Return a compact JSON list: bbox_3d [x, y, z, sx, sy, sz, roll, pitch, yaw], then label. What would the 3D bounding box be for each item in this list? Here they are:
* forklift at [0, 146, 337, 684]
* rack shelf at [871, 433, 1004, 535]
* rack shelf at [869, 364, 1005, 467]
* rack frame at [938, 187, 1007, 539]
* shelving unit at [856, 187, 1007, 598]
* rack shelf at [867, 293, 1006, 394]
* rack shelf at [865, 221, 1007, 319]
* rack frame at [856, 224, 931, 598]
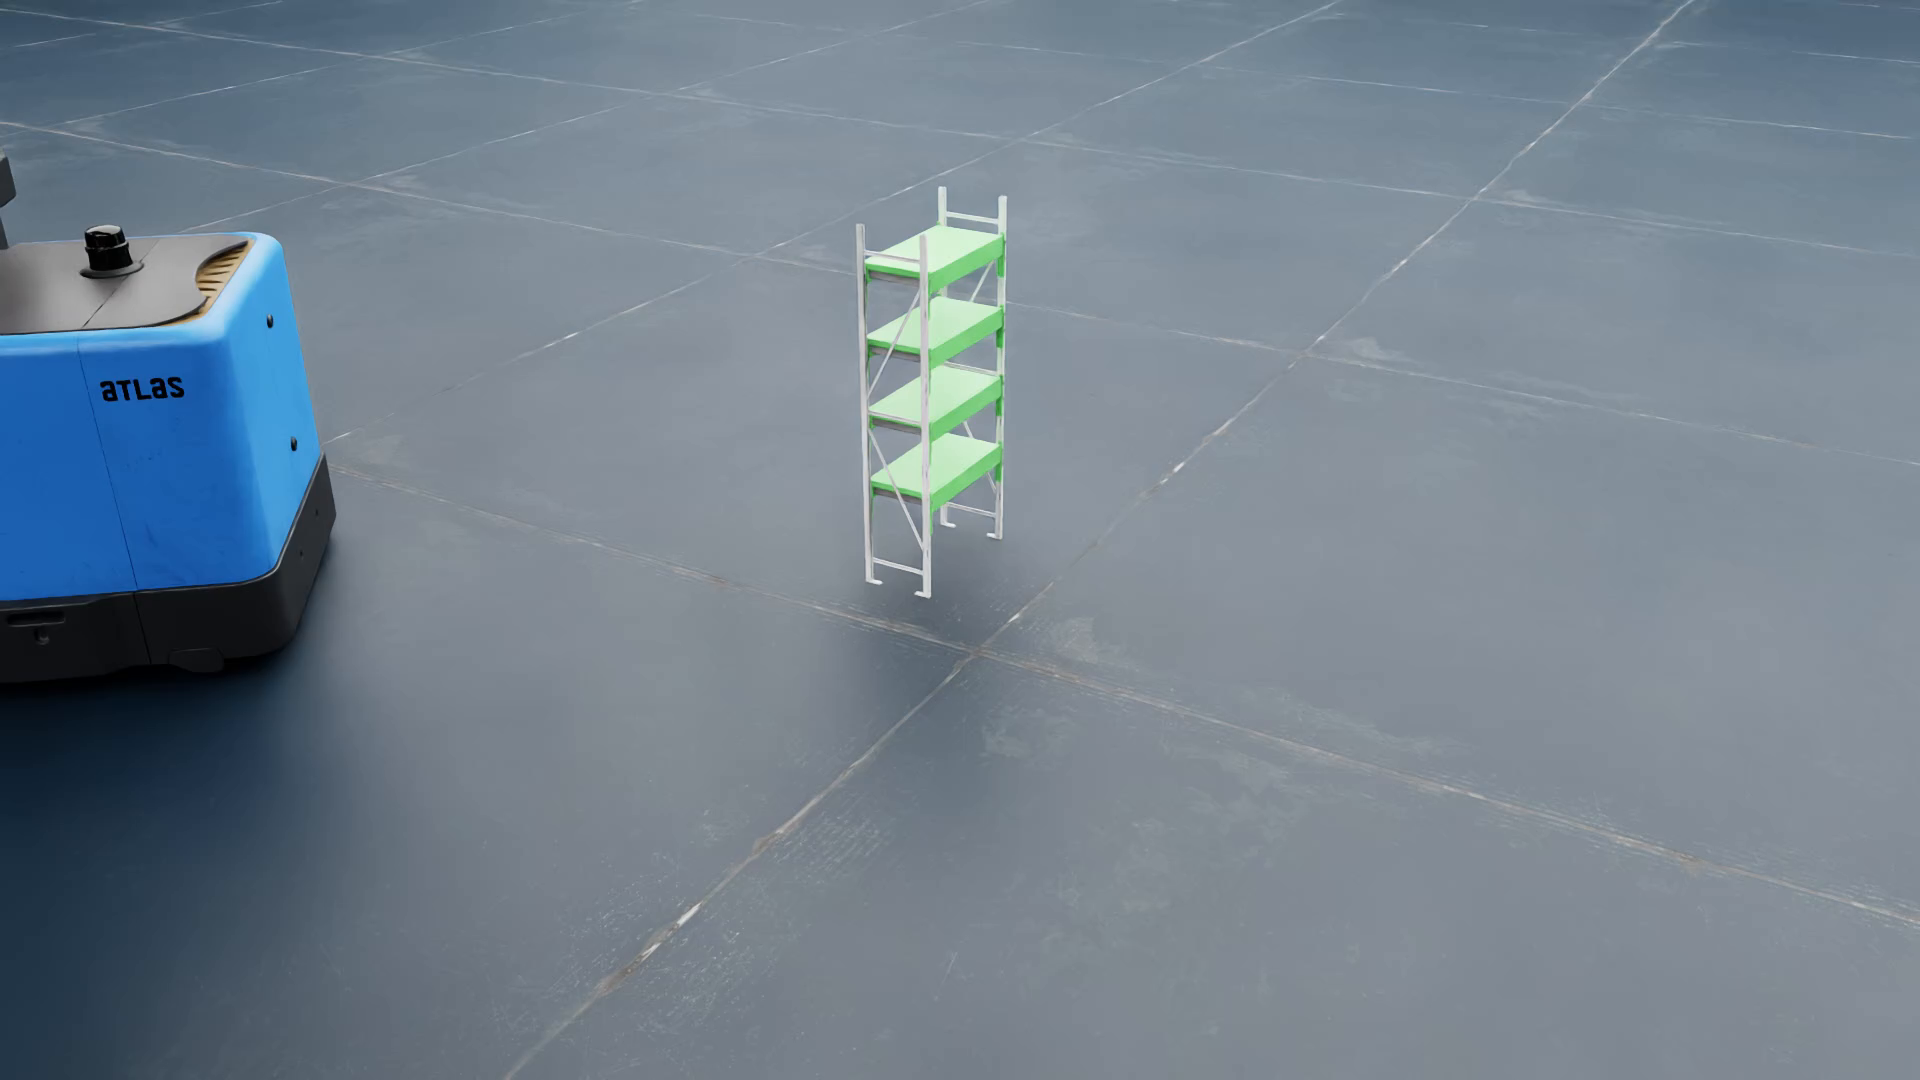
[{"bbox_3d":[-3.572,-1.021,4.515,3.031,2.935,1.130,-5,27,-9],"label":"forklift"},{"bbox_3d":[-0.081,-0.200,5.489,0.258,0.148,0.480,14,30,26],"label":"rack shelf"},{"bbox_3d":[-0.081,-0.415,5.381,0.258,0.148,0.480,14,30,26],"label":"rack shelf"},{"bbox_3d":[0.039,-0.567,5.543,0.240,1.200,0.015,14,30,26],"label":"rack frame"},{"bbox_3d":[-0.081,-0.472,5.353,0.258,1.200,0.503,14,30,26],"label":"shelving unit"},{"bbox_3d":[-0.081,-0.629,5.274,0.258,0.148,0.480,14,30,26],"label":"rack shelf"},{"bbox_3d":[-0.081,-0.844,5.166,0.258,0.148,0.480,14,30,26],"label":"rack shelf"},{"bbox_3d":[-0.201,-0.377,5.163,0.240,1.200,0.015,14,30,26],"label":"rack frame"}]
